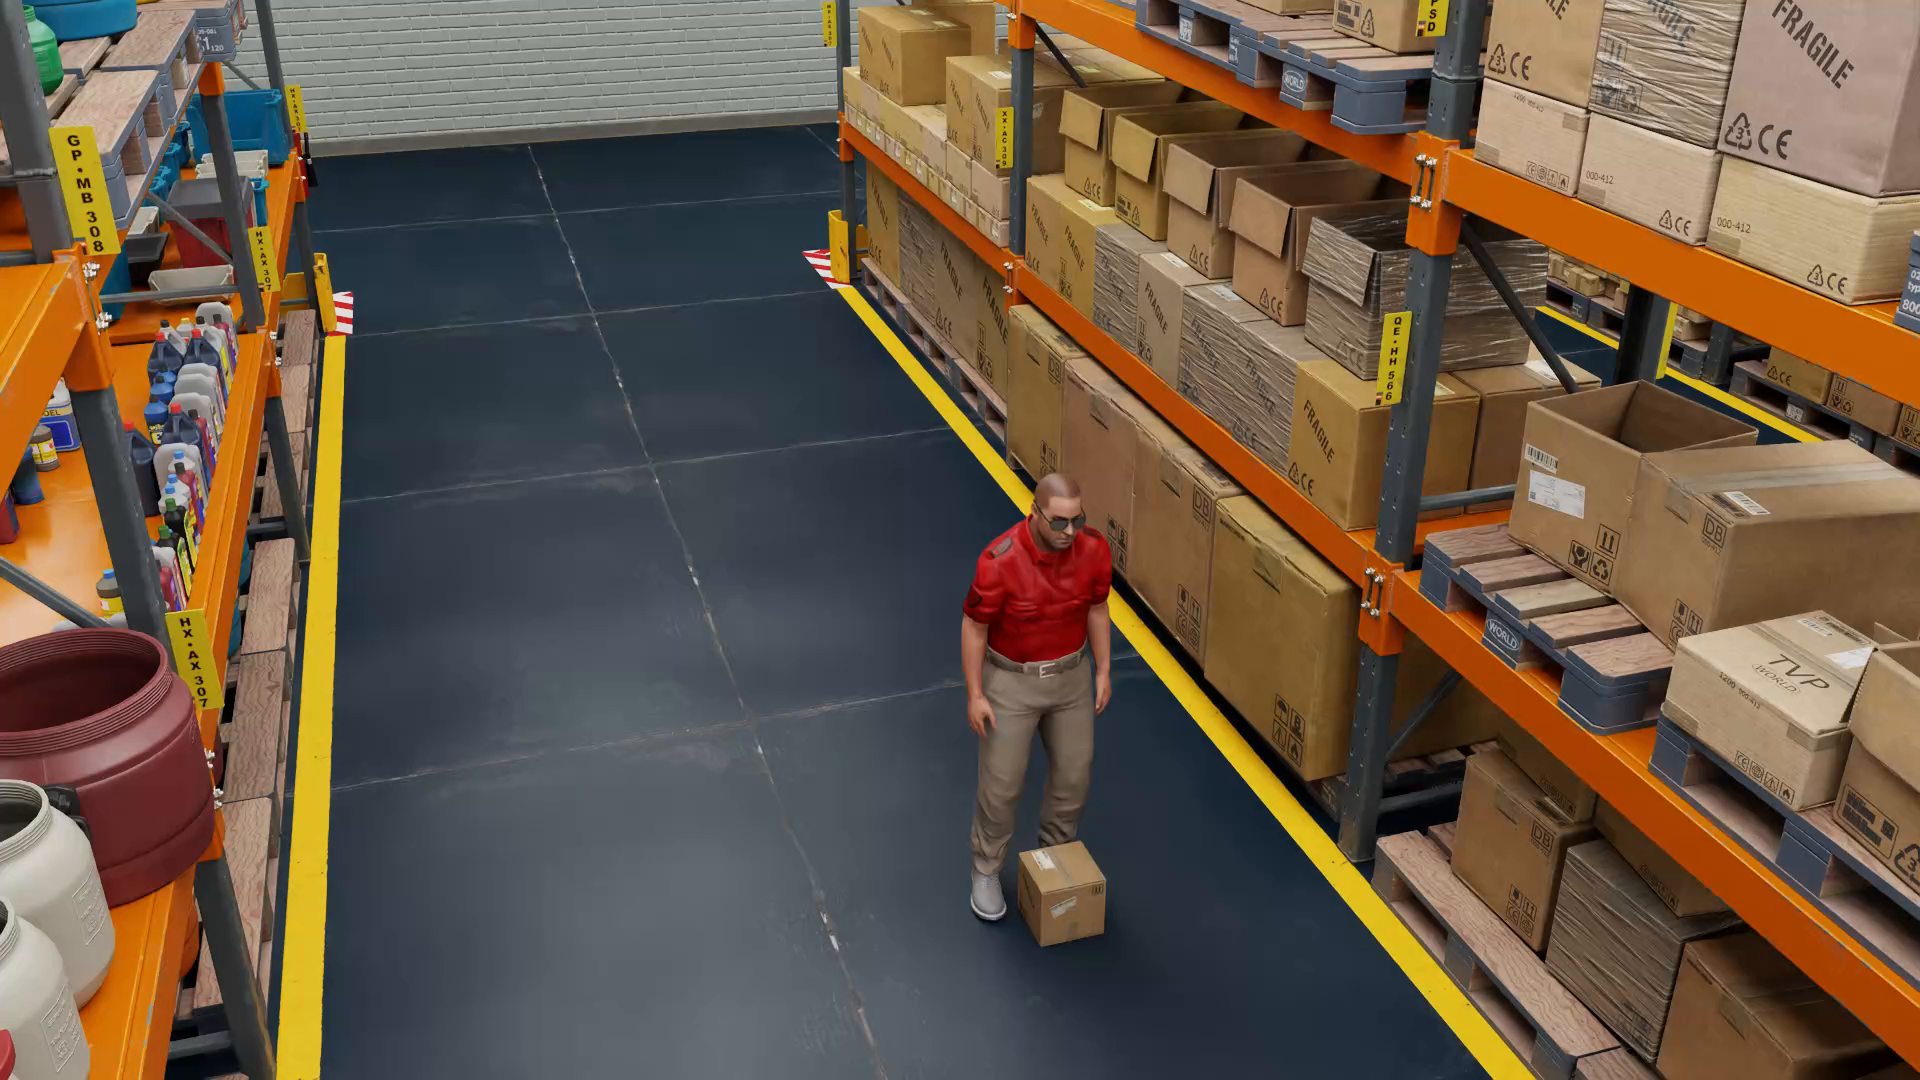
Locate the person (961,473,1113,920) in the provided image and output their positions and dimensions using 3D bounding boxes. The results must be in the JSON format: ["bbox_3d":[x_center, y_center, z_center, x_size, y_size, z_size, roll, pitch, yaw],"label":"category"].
[{"bbox_3d":[0.288,0.536,6.040,0.588,1.725,0.392,-9,28,-18],"label":"person"}]
